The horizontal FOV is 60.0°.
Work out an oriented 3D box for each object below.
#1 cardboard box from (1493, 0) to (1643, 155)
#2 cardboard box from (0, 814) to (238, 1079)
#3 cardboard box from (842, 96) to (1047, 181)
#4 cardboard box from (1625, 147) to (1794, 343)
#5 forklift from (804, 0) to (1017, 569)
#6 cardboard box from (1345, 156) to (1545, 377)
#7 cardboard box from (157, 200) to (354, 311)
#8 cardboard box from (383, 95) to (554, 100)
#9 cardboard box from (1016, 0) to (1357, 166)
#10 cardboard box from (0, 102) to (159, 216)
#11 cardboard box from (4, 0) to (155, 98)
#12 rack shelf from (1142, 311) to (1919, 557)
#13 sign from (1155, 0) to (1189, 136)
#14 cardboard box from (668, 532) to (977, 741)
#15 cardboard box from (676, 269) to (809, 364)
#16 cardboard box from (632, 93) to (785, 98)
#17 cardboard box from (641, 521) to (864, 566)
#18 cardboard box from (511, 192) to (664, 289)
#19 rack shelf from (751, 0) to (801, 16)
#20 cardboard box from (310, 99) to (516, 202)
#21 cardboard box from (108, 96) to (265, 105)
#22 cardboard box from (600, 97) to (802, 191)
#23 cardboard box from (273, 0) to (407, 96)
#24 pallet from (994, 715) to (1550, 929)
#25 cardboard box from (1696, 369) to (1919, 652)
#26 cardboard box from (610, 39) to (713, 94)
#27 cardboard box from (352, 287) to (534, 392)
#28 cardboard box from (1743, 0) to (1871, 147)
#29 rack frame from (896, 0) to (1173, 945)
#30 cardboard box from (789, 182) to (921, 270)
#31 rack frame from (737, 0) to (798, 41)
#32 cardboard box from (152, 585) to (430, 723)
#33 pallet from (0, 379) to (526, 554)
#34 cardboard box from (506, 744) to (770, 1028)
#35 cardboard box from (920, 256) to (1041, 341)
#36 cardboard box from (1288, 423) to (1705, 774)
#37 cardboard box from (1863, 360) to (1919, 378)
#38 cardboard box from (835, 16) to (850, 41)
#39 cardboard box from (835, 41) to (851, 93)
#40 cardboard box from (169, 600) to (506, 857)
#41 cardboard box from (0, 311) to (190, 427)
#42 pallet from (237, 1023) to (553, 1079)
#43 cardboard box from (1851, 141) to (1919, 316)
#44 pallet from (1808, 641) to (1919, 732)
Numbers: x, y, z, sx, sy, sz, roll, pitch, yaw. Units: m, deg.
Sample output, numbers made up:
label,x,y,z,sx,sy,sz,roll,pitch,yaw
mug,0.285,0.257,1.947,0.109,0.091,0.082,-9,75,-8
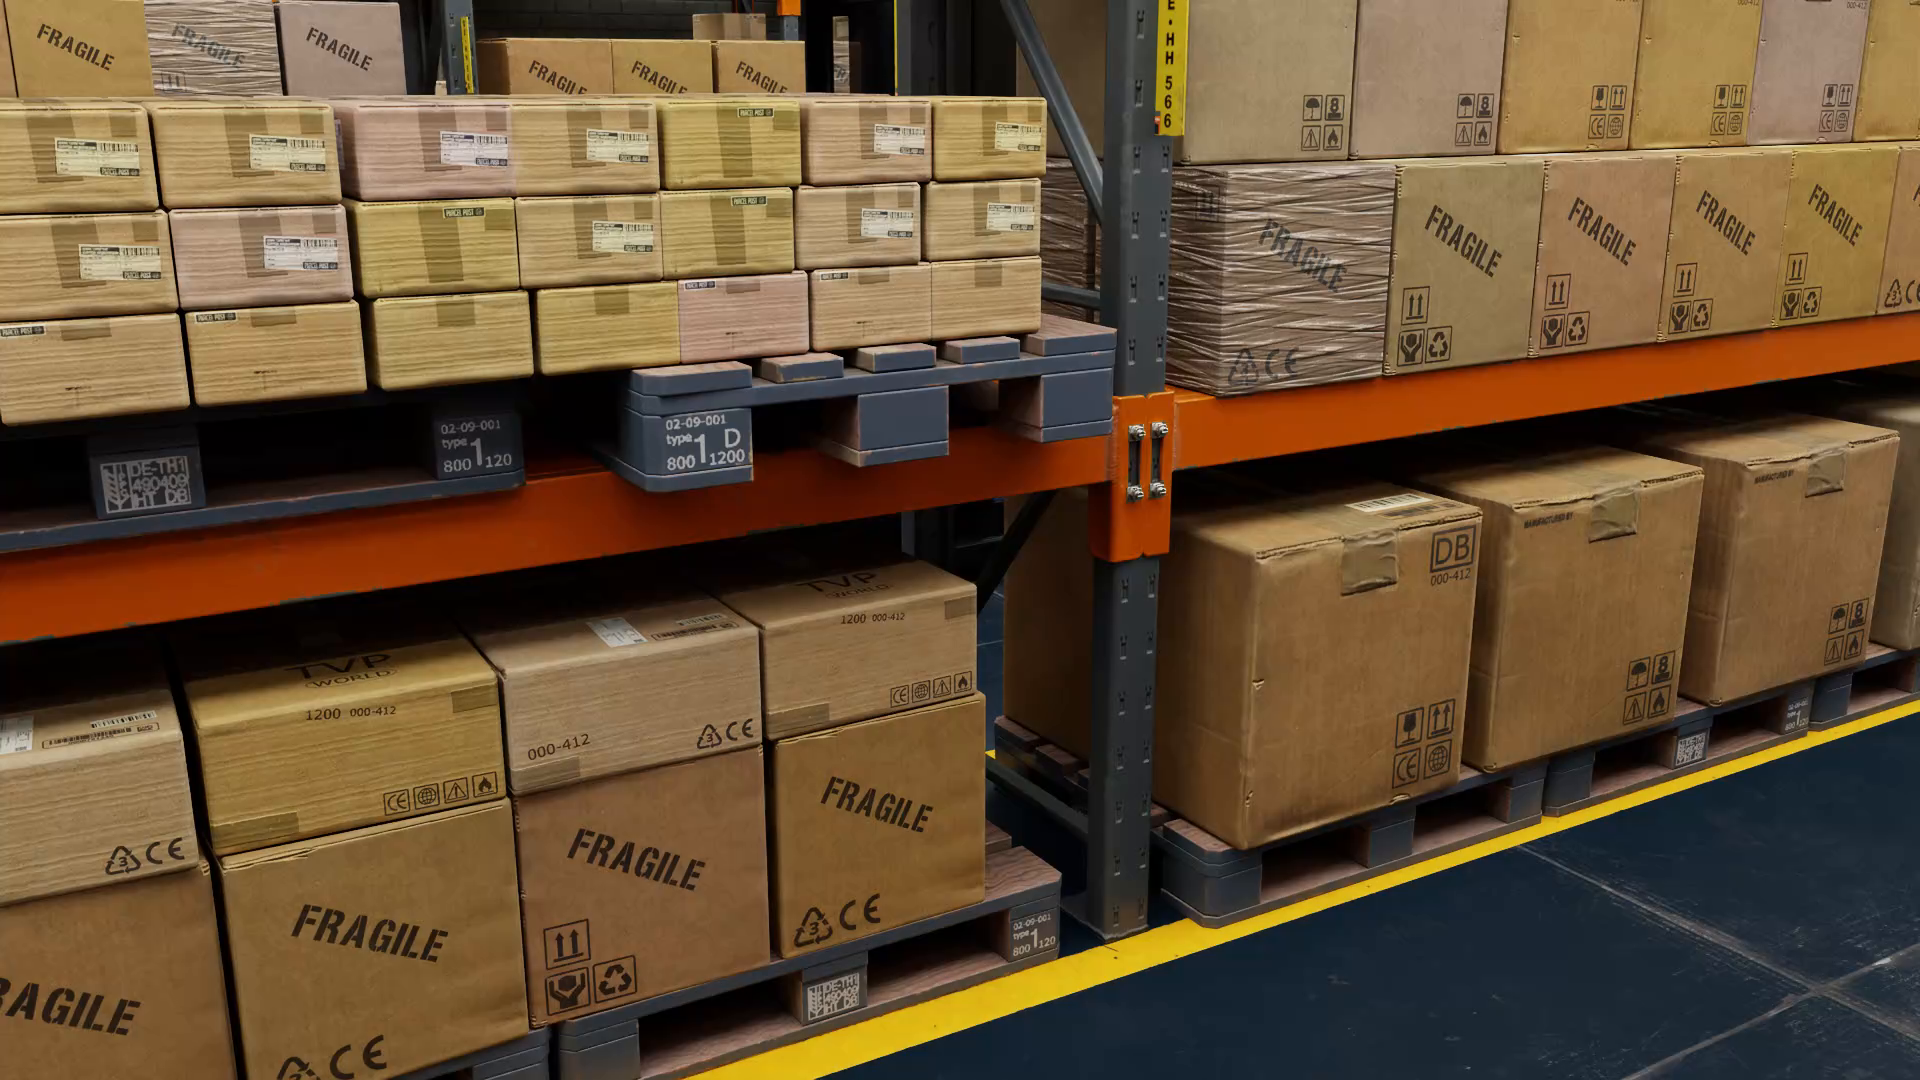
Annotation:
label,x,y,z,sx,sy,sz,roll,pitch,yaw
cardboard box,1.407,-1.335,4.578,0.500,0.500,0.700,-10,18,-31
cardboard box,-1.619,0.763,2.983,0.500,0.500,0.500,-9,18,-29
cardboard box,-0.039,-0.797,3.280,0.250,0.149,0.380,-10,19,-32
cardboard box,1.964,-0.861,4.740,0.500,0.500,0.500,-9,18,-30
forklift,-0.520,-1.316,6.674,3.031,2.935,1.130,-10,19,-33
cardboard box,1.104,-0.723,4.245,0.500,0.500,0.500,-9,18,-30
cardboard box,-1.148,-0.474,2.679,0.250,0.149,0.380,-9,18,-28
cardboard box,-1.019,-0.844,3.447,0.250,0.149,0.380,-10,19,-32
cardboard box,0.535,-1.193,4.070,0.500,0.500,0.700,-9,18,-30
cardboard box,-1.372,-0.581,2.512,0.250,0.149,0.380,-9,18,-28
cardboard box,-3.664,-1.991,6.917,0.500,0.500,0.500,-9,18,-30
rack shelf,1.860,-0.535,5.093,4.000,0.370,1.077,-9,18,-30
sign,0.433,-0.998,3.415,0.005,0.325,0.100,-9,18,-30
cardboard box,-0.306,0.193,3.628,0.500,0.250,0.500,-10,18,-31
cardboard box,-0.475,-0.440,3.108,0.250,0.149,0.380,-9,18,-29
cardboard box,-0.579,-0.913,3.696,0.250,0.149,0.380,-10,18,-31
cardboard box,-0.570,0.077,4.042,0.500,0.250,0.500,-10,19,-32
cardboard box,-0.710,-0.544,2.930,0.250,0.149,0.380,-9,18,-30
rack shelf,0.093,-4.814,14.802,4.000,0.370,1.077,-9,18,-30
cardboard box,-0.916,-0.656,2.777,0.250,0.149,0.380,-9,18,-30
cardboard box,-1.476,-0.768,3.179,0.250,0.149,0.380,-9,18,-28
cardboard box,-0.480,-0.726,3.027,0.250,0.149,0.380,-9,18,-28
cardboard box,-2.799,-2.132,7.419,0.500,0.500,0.500,-10,18,-31
pallet,0.860,0.647,4.709,1.213,0.211,1.003,-9,18,-30
cardboard box,3.088,-0.171,5.853,0.750,0.750,1.050,-9,18,-30
cardboard box,-1.543,-2.211,8.226,0.500,0.500,0.500,-8,18,-27
cardboard box,-0.920,-0.368,2.852,0.250,0.149,0.380,-10,19,-32
cardboard box,2.278,-1.476,5.081,0.500,0.500,0.700,-9,18,-29
rack frame,0.145,-0.603,4.004,0.127,3.000,1.000,-9,18,-30
cardboard box,-0.271,-0.616,3.187,0.250,0.149,0.380,-8,18,-28
rack frame,-1.621,-3.438,14.118,0.127,3.000,1.000,-9,18,-30
cardboard box,-1.436,0.213,3.555,0.500,0.250,0.500,-9,18,-29
pallet,-1.530,-0.226,3.015,1.213,0.211,1.003,-9,18,-30
cardboard box,-0.731,0.622,3.488,0.500,0.500,0.500,-8,18,-27
cardboard box,-0.041,-0.509,3.357,0.250,0.149,0.380,-9,18,-29
cardboard box,1.461,0.092,4.915,0.750,0.750,1.050,-9,18,-29
cardboard box,4.149,-0.410,6.472,0.875,0.875,0.875,-9,18,-29
cardboard box,-0.525,-2.838,9.260,0.250,0.149,0.380,-8,18,-27
cardboard box,-0.658,-2.354,8.736,0.500,0.500,0.500,-10,19,-32
cardboard box,-1.177,0.333,3.130,0.500,0.250,0.500,-9,18,-28
cardboard box,-1.375,-0.294,2.588,0.250,0.149,0.380,-10,19,-32
pallet,-1.570,1.016,3.393,1.213,0.211,1.003,-9,18,-30
cardboard box,2.831,-1.003,5.244,0.500,0.500,0.500,-9,18,-30
pallet,2.952,0.308,5.919,1.213,0.211,1.003,-9,18,-30
